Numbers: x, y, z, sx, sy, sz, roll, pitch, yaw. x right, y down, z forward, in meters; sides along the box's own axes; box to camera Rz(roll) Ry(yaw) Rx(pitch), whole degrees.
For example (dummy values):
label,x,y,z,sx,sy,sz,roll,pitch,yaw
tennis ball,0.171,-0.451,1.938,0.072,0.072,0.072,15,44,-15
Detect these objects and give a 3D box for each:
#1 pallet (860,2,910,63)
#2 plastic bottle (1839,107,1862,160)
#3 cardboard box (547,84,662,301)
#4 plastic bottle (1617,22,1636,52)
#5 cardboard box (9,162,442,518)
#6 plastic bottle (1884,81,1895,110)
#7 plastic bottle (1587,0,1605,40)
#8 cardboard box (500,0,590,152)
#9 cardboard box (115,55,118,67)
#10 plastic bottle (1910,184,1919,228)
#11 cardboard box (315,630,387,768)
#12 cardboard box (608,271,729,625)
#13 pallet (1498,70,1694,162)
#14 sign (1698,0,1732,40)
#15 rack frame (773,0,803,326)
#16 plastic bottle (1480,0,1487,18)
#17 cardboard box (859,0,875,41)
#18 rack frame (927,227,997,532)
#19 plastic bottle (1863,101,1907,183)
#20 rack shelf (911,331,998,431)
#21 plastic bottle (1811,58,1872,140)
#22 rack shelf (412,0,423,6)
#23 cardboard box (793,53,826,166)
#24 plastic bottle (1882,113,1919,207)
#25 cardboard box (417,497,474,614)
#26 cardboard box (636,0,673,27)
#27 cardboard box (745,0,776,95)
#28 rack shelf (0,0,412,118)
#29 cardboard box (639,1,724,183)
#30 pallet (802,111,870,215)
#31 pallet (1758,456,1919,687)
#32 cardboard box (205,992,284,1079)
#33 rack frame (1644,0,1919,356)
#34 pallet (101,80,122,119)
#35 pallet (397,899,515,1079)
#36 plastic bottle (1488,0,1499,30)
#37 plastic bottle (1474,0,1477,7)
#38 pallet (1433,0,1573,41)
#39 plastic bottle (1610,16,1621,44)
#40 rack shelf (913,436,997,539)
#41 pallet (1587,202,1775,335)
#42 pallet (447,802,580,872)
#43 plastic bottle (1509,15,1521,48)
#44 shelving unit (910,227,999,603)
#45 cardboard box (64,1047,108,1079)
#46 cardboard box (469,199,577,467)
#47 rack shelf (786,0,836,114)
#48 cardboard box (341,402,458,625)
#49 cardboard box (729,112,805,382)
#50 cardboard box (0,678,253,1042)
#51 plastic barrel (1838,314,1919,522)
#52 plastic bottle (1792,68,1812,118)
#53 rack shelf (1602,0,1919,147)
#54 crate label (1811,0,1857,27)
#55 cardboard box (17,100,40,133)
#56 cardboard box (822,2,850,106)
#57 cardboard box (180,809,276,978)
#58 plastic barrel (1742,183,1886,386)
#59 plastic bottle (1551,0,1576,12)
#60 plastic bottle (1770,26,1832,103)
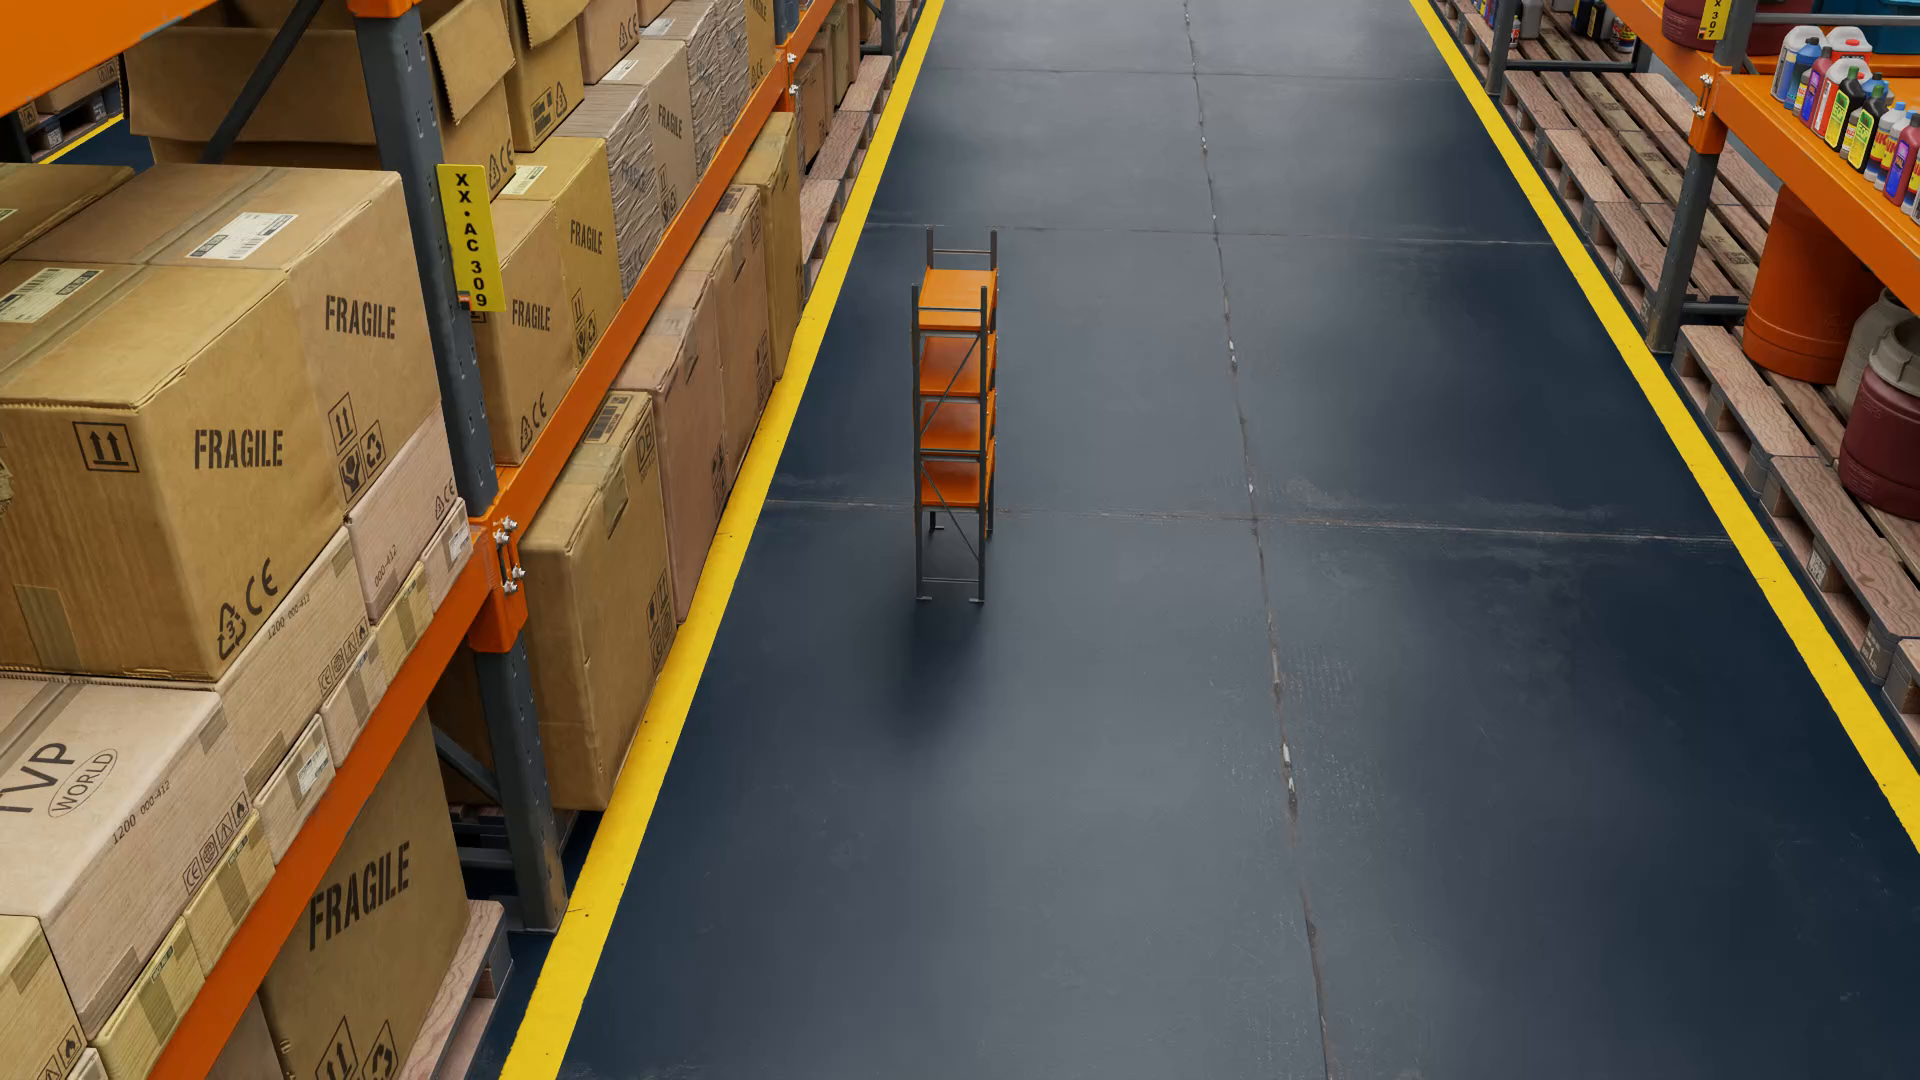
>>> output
label,x,y,z,sx,sy,sz,roll,pitch,yaw
pallet,-0.916,-3.606,11.899,1.003,0.211,1.213,2,32,4
plastic bottle,3.233,-1.469,5.963,0.097,0.201,0.097,0,32,0
cardboard box,-1.219,-1.054,5.006,0.500,0.500,0.500,2,32,3
plastic bottle,4.464,-3.402,11.093,0.097,0.271,0.097,0,32,0
cardboard box,-1.358,-0.387,3.164,0.500,0.500,0.500,3,32,5
plastic bottle,3.406,-1.602,6.180,0.097,0.201,0.097,0,32,0
plastic bottle,4.357,-3.582,11.373,0.061,0.283,0.133,2,32,4
cardboard box,-1.476,-1.419,4.642,0.797,0.503,0.637,3,32,5
cardboard box,-5.832,-3.597,10.972,1.050,0.750,0.750,2,32,4
plastic bottle,3.205,-1.146,5.369,0.152,0.276,0.135,2,32,4
cardboard box,-1.327,0.292,3.156,0.380,0.149,0.250,2,32,3
cardboard box,-1.483,-0.334,5.558,1.225,0.875,0.875,1,32,2
pallet,3.976,-2.629,10.315,1.003,0.211,1.213,2,32,4
sign,3.127,-2.226,6.848,0.100,0.325,0.005,2,32,4
rack frame,-1.261,-2.348,7.202,1.000,3.000,0.127,2,32,4
plastic bottle,3.808,-3.906,11.835,0.144,0.351,0.185,2,32,4
cardboard box,-0.863,-3.762,11.478,0.500,0.500,0.500,2,32,2
rack frame,0.006,-0.552,6.002,0.240,1.200,0.015,2,32,4
plastic bottle,3.214,-1.378,5.749,0.097,0.271,0.097,0,32,0
rack shelf,-0.013,-0.557,5.713,0.258,0.148,0.480,2,32,4
plastic bottle,3.280,-1.630,6.153,0.152,0.276,0.135,2,32,4
rack shelf,-1.424,-2.273,4.906,1.077,0.370,4.000,2,32,4
cardboard box,-1.155,-2.410,9.265,0.700,0.500,0.500,5,32,8
plastic bottle,3.178,-1.272,5.567,0.061,0.283,0.133,2,32,4
cardboard box,-1.285,0.024,3.592,0.380,0.149,0.250,3,32,4
cardboard box,-1.393,-2.096,5.740,0.797,0.503,0.637,3,32,5
cardboard box,-1.054,-2.122,6.739,0.500,0.500,0.500,3,32,5
rack shelf,-1.750,-0.182,1.512,1.077,0.370,4.000,2,32,4
cardboard box,-1.140,-1.590,5.876,0.500,0.500,0.500,1,32,2
pallet,-1.094,-2.206,9.628,1.003,0.211,1.213,2,32,4
pallet,3.551,0.101,5.886,1.003,0.211,1.213,2,32,4
cardboard box,-1.794,1.281,2.937,0.875,0.875,0.875,2,32,4
rack frame,3.675,-2.137,6.858,1.000,3.000,0.127,2,32,4
pallet,-5.858,-3.111,11.097,1.003,0.211,1.213,2,32,4
pallet,-1.727,1.325,3.899,1.003,0.211,1.213,2,32,4
plastic bottle,3.782,-3.737,11.561,0.144,0.351,0.185,1,32,2
plastic bottle,3.808,-3.990,12.114,0.097,0.201,0.097,0,32,0
pallet,4.194,-4.030,12.589,1.003,0.211,1.213,2,32,4
plastic bottle,4.480,-3.479,11.284,0.097,0.201,0.097,0,32,0
rack shelf,-0.013,-0.198,5.934,0.258,0.148,0.480,2,32,4
pallet,3.777,-1.353,8.244,1.003,0.211,1.213,2,32,4
pallet,-1.599,0.524,5.199,1.003,0.211,1.213,2,32,4
plastic bottle,3.720,-3.427,11.200,0.097,0.201,0.097,0,32,0
shelving unit,-0.013,-0.424,5.795,0.258,1.200,0.503,2,32,4
cardboard box,-1.411,0.829,2.286,0.380,0.149,0.250,3,32,5
cardboard box,-1.300,-0.529,4.154,0.500,0.500,0.500,3,32,4
rack shelf,-1.098,-3.088,9.087,1.077,0.370,4.000,2,32,4
cardboard box,-1.361,-0.077,3.376,0.500,0.250,0.500,2,32,3
cardboard box,-1.338,-1.263,7.065,1.225,0.875,0.875,1,32,2
cardboard box,-1.442,0.460,2.504,0.500,0.250,0.500,3,32,5
plastic barrel,3.561,-0.442,6.006,0.600,0.588,0.708,2,32,4
plastic bottle,3.273,-1.729,6.387,0.097,0.201,0.097,0,32,0
rack shelf,3.838,-2.876,8.744,1.077,0.370,4.000,2,32,4
crate label,4.026,-2.660,7.673,0.502,0.435,0.616,2,32,4
cardboard box,-5.989,-2.606,9.364,1.050,0.750,0.750,3,32,5
cardboard box,-1.065,-2.994,10.213,0.700,0.500,0.500,2,32,4
cardboard box,-1.368,0.562,2.719,0.380,0.149,0.250,3,32,5
plastic barrel,3.653,-1.135,6.901,0.600,0.830,0.708,2,32,4
plastic bottle,4.381,-3.975,12.017,0.152,0.276,0.135,2,32,4
plastic bottle,3.318,-1.872,6.546,0.152,0.276,0.135,2,32,4
